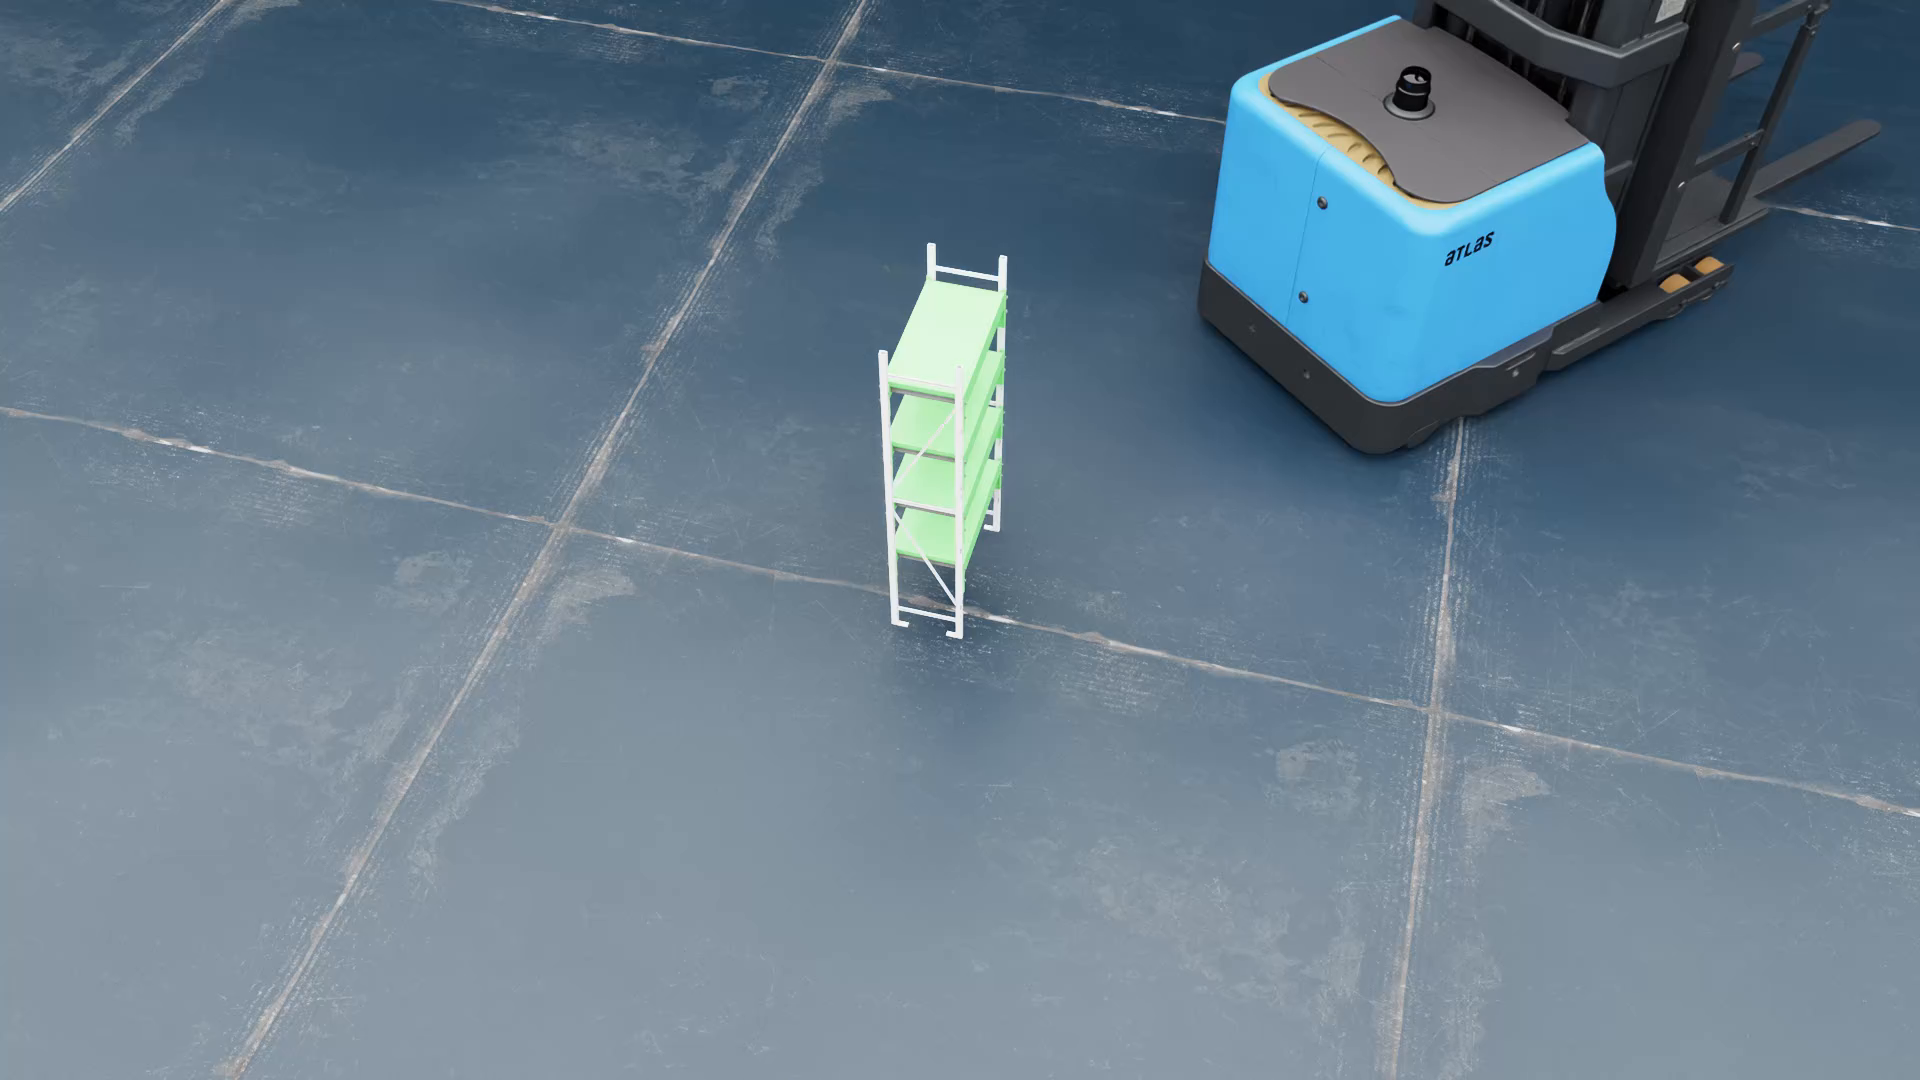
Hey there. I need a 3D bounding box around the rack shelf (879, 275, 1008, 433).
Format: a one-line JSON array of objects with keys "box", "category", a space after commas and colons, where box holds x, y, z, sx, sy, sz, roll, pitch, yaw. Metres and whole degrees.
[{"box": [-0.044, -0.553, 4.883, 0.258, 0.148, 0.480, 12, 50, 10], "category": "rack shelf"}]

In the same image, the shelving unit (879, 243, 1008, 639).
[{"box": [-0.044, -0.277, 5.194, 0.258, 1.200, 0.503, 12, 50, 10], "category": "shelving unit"}]

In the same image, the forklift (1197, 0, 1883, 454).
[{"box": [2.433, -2.149, 5.692, 3.031, 2.935, 1.130, -26, 54, -21], "category": "forklift"}]

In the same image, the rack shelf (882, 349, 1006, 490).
[{"box": [-0.044, -0.394, 5.062, 0.258, 0.148, 0.480, 12, 50, 10], "category": "rack shelf"}]

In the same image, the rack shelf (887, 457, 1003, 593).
[{"box": [-0.044, -0.076, 5.422, 0.258, 0.148, 0.480, 12, 50, 10], "category": "rack shelf"}]

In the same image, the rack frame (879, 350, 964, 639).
[{"box": [-0.108, -0.101, 5.039, 0.240, 1.200, 0.015, 12, 50, 10], "category": "rack frame"}]

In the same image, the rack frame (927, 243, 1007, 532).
[{"box": [0.021, -0.454, 5.350, 0.240, 1.200, 0.015, 12, 50, 10], "category": "rack frame"}]

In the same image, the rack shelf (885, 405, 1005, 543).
[{"box": [-0.044, -0.235, 5.242, 0.258, 0.148, 0.480, 12, 50, 10], "category": "rack shelf"}]
